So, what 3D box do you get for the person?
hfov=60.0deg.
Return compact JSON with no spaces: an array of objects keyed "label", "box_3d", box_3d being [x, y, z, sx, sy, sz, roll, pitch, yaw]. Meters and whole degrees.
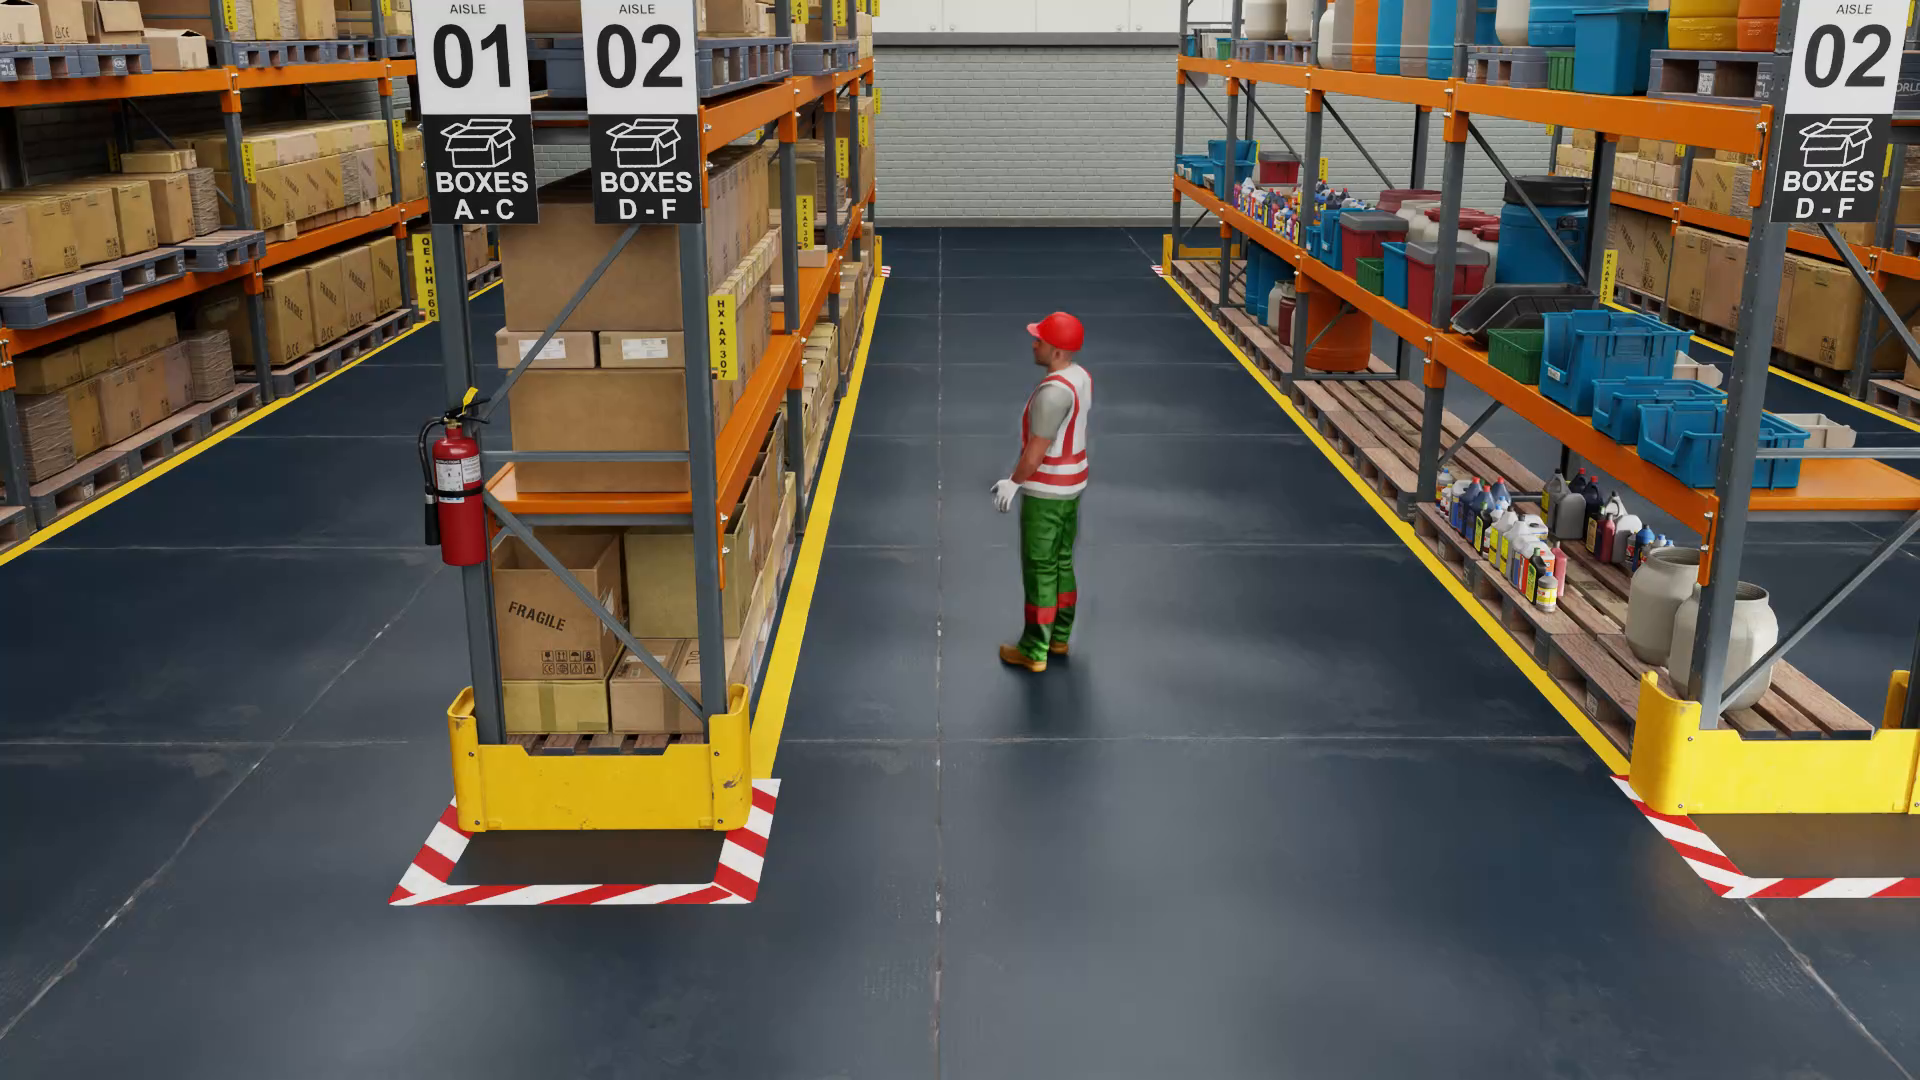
[{"label":"person","box_3d":[0.412,-0.252,8.255,0.446,1.799,0.586,6,18,20]}]
